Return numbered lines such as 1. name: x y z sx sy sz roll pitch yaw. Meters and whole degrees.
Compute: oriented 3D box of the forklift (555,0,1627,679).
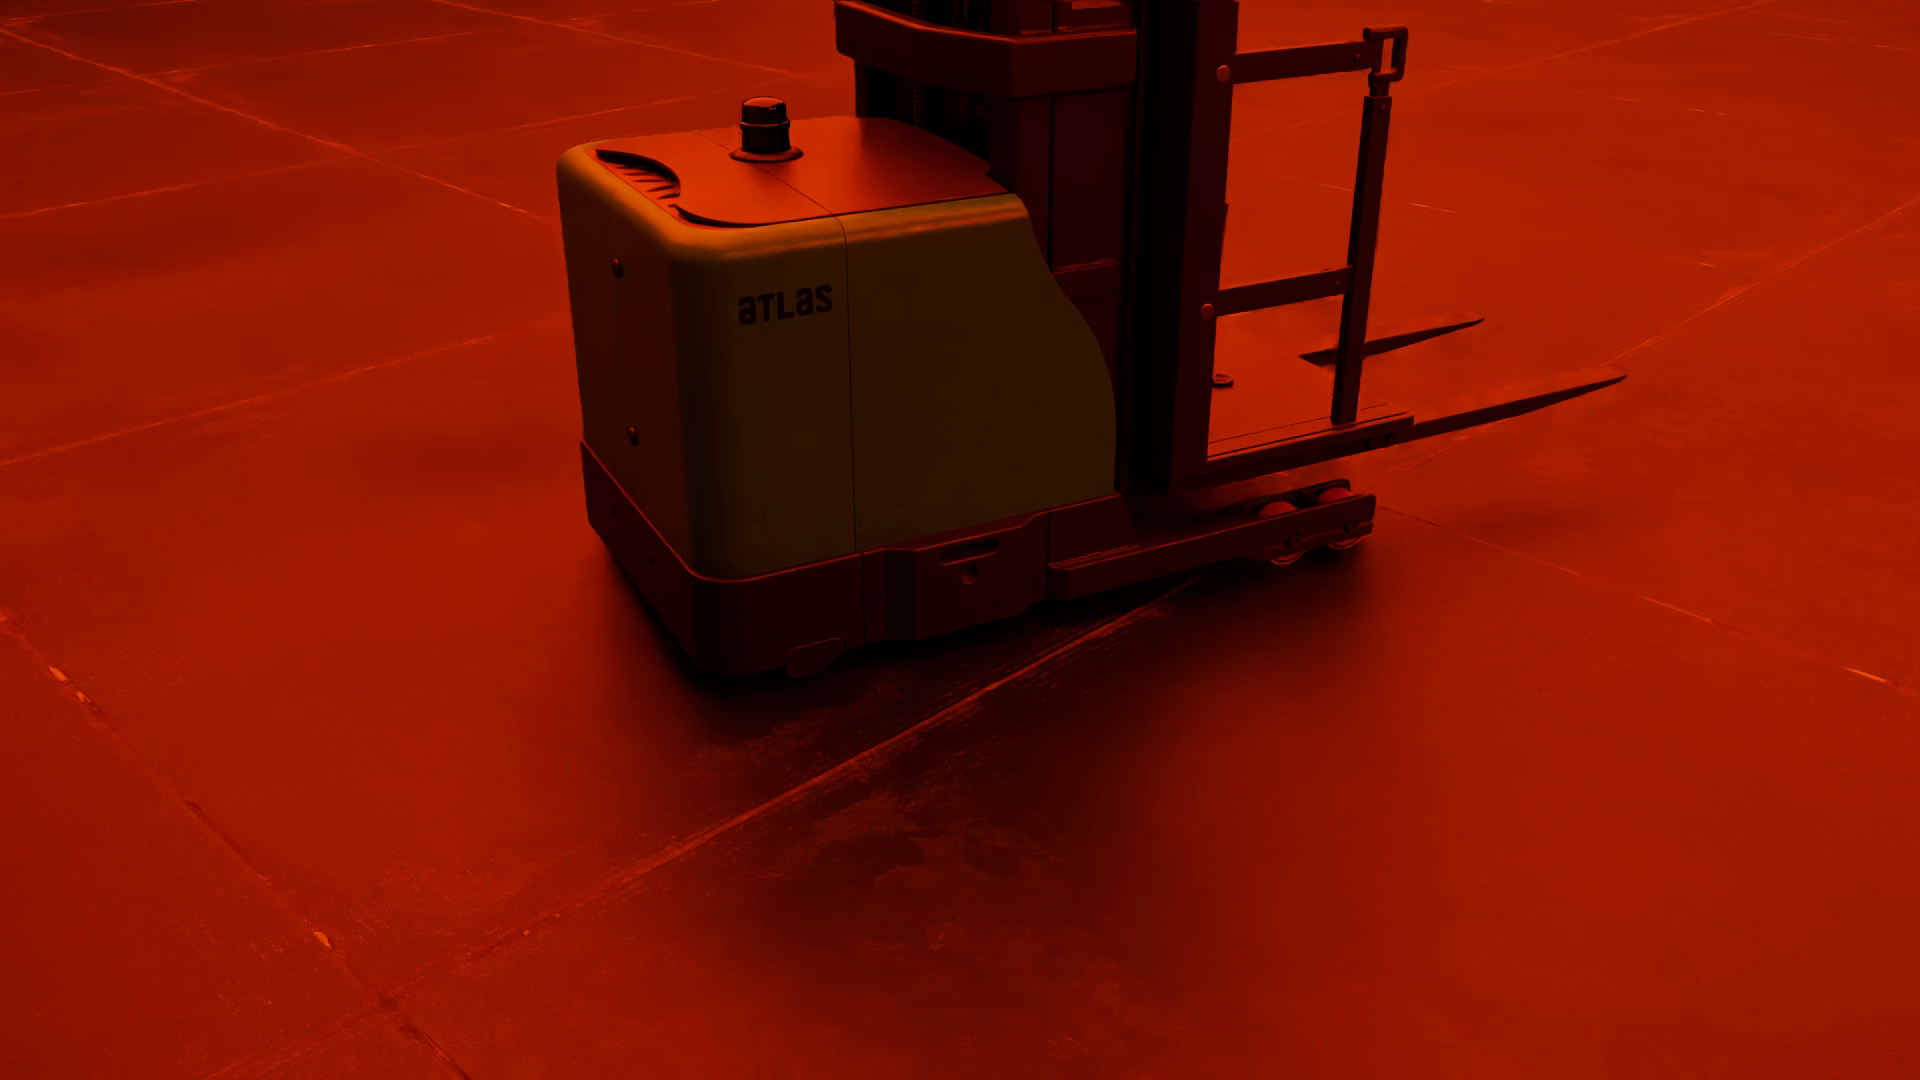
1. forklift: 0.540 -1.441 4.153 3.031 2.935 1.130 -13 29 -25
